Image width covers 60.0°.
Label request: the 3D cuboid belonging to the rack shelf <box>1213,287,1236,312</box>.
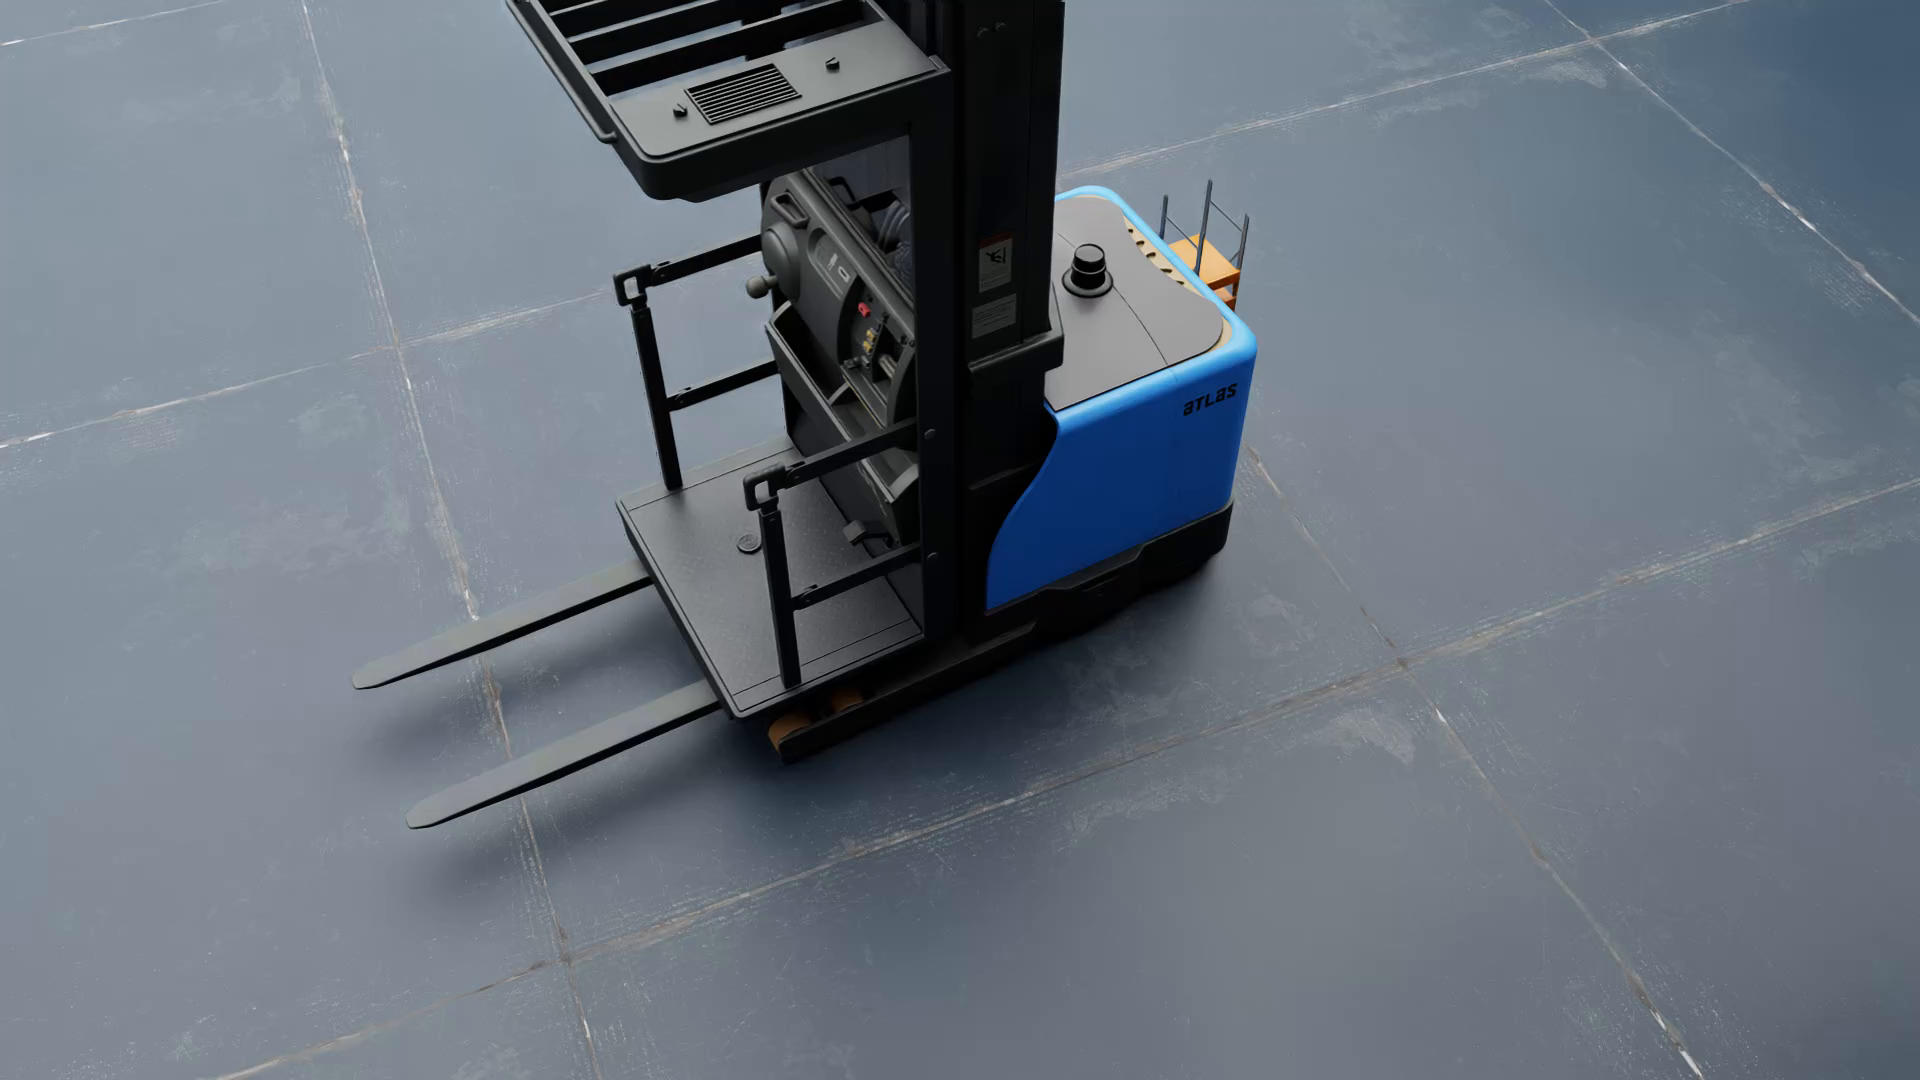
[{"bbox_3d":[0.838,-0.874,5.952,0.180,0.103,0.258,-23,53,-18],"label":"rack shelf"}]

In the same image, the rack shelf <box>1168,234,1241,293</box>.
[{"bbox_3d":[0.838,-0.952,5.860,0.180,0.103,0.258,-23,53,-18],"label":"rack shelf"}]

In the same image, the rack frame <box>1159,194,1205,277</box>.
[{"bbox_3d":[0.757,-0.713,6.071,0.006,1.200,0.240,-23,53,-18],"label":"rack frame"}]

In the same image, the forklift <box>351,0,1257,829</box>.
[{"bbox_3d":[-0.552,-0.685,4.907,3.031,2.935,1.130,-23,53,-18],"label":"forklift"}]

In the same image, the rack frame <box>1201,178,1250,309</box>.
[{"bbox_3d":[0.918,-0.780,6.129,0.006,1.200,0.240,-23,53,-18],"label":"rack frame"}]

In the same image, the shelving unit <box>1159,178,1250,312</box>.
[{"bbox_3d":[0.838,-0.746,6.100,0.189,1.200,0.258,-23,53,-18],"label":"shelving unit"}]
